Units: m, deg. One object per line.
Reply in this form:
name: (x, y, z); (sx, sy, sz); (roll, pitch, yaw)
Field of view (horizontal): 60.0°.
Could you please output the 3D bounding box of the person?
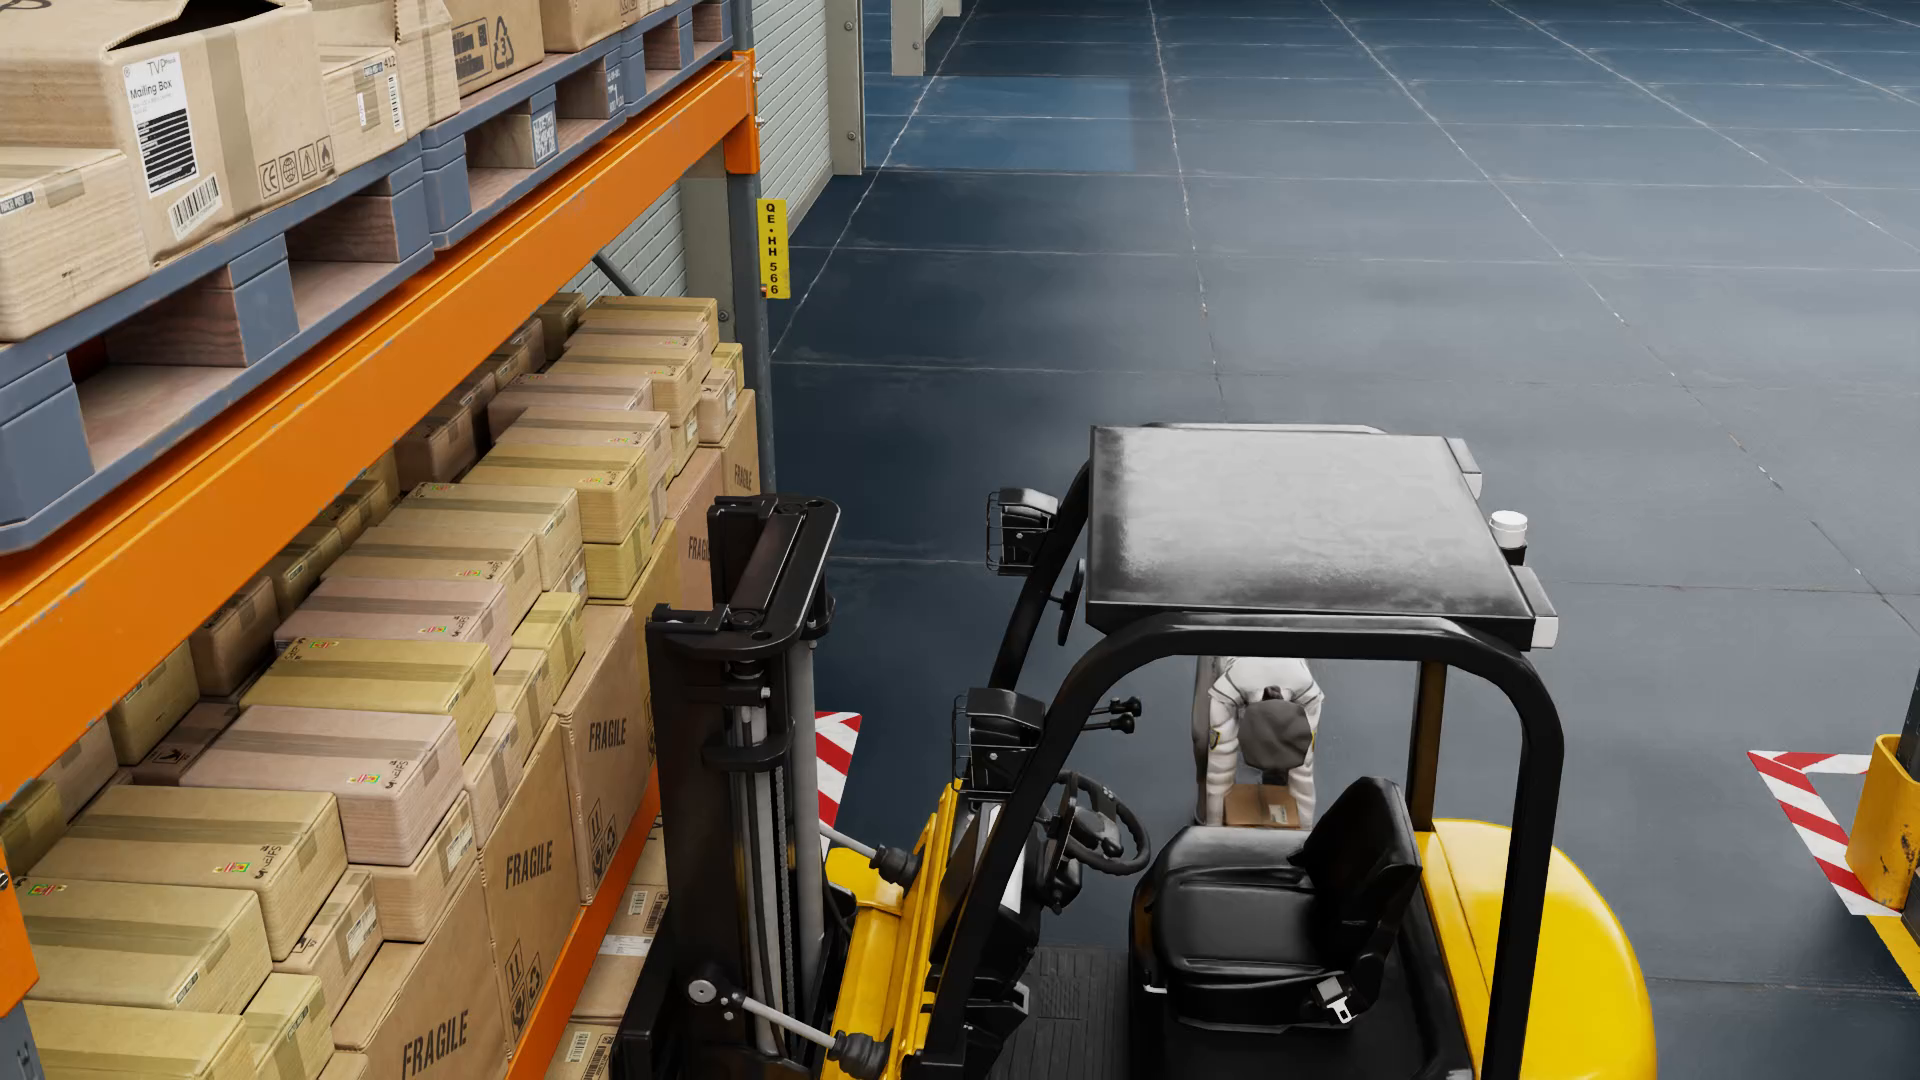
person: (1.092, 0.273, 6.006); (0.514, 1.664, 0.363); (1, 25, 3)
